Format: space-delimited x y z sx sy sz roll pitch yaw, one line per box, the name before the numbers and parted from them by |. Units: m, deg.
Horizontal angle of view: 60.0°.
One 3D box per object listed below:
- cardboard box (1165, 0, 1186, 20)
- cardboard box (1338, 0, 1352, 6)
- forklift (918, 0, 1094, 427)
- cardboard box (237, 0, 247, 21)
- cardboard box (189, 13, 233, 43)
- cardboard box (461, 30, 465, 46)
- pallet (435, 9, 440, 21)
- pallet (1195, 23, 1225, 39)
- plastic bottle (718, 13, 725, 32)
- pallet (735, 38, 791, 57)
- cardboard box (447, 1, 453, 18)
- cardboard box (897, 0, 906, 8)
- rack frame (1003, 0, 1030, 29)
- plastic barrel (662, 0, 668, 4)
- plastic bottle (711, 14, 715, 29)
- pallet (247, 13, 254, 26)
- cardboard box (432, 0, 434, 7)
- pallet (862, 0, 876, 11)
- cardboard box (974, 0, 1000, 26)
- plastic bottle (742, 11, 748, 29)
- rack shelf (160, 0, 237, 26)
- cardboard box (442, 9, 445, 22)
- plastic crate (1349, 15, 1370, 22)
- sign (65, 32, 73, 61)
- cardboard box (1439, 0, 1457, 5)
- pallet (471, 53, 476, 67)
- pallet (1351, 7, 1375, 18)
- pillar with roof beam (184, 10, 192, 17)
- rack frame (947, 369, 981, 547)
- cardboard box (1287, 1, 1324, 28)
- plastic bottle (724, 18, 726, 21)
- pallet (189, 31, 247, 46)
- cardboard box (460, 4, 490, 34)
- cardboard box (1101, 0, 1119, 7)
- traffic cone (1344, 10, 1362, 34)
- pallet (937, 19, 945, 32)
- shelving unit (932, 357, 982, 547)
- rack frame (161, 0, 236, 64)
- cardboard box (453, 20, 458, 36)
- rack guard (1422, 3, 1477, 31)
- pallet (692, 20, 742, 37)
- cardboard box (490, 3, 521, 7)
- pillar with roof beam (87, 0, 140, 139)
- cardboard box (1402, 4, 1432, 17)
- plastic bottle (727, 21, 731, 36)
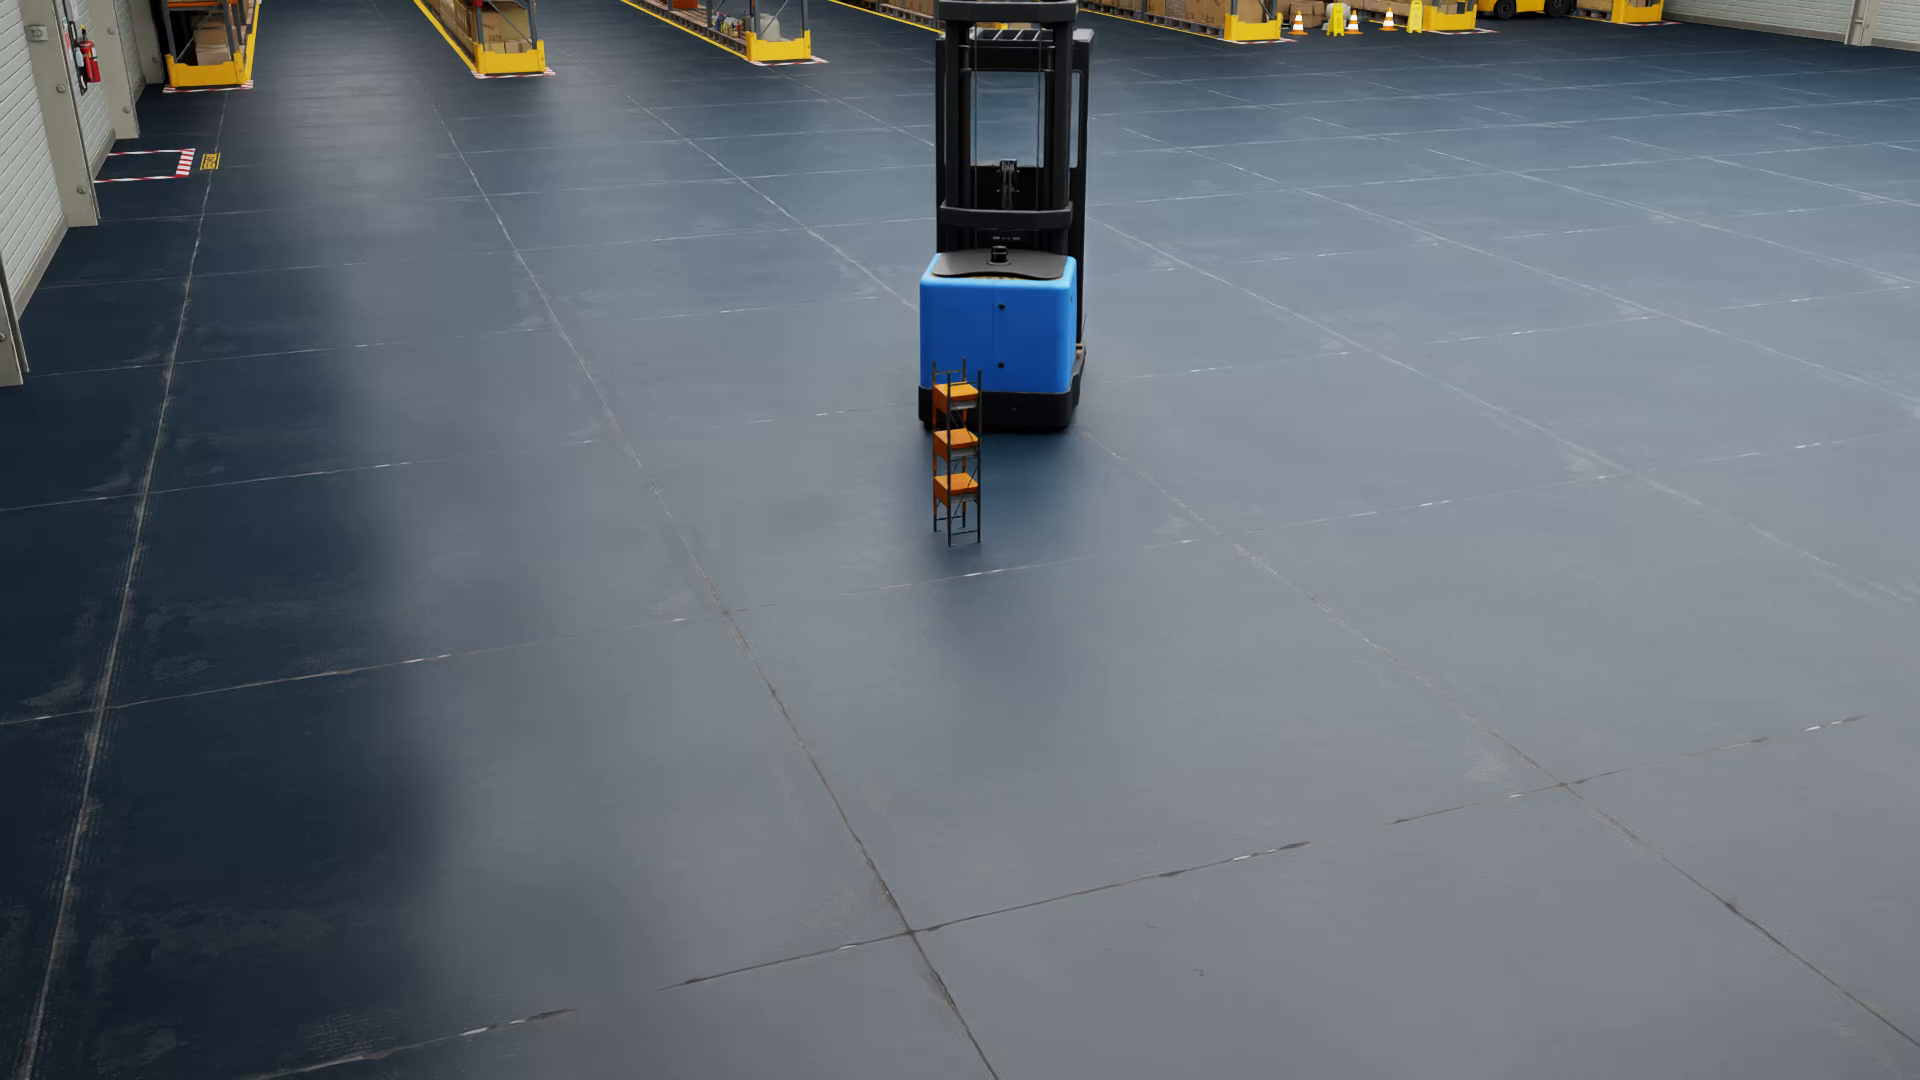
cardboard box | 5.062 -11.793 36.064 0.875 0.875 0.875 -8 24 -19
cardboard box | 9.134 -12.535 38.628 0.500 0.250 0.500 -10 25 -21
forklift | 0.398 -2.661 12.290 1.130 2.935 3.031 3 23 6
cardboard box | -15.545 -11.403 35.169 0.750 0.750 0.750 -9 24 -20
cardboard box | -14.271 -9.777 31.738 0.700 0.500 0.500 -7 24 -17
cardboard box | -9.138 -9.494 31.413 0.500 0.250 0.500 -8 24 -19
pallet | -11.431 -12.030 38.020 1.003 0.211 1.213 -8 24 -19
pallet | 5.640 -10.685 34.830 1.003 0.211 1.213 -8 24 -19
plastic bottle | -4.763 -10.384 33.369 0.144 0.351 0.185 -9 25 -21
pallet | -3.666 -9.399 31.779 1.003 0.211 1.213 -8 24 -19
cardboard box | -10.137 -10.805 33.801 0.500 0.311 0.500 -8 24 -19
cardboard box | -1.043 -12.564 38.349 0.700 0.500 0.500 -10 25 -23
rack frame | 1.320 -11.047 32.097 1.000 3.000 0.127 -8 24 -19
plastic barrel | -6.727 -12.942 39.158 0.600 0.588 0.708 -8 24 -19
plastic bottle | -5.024 -10.590 33.960 0.097 0.271 0.097 0 23 0
pallet | -16.043 -11.369 36.453 1.003 0.211 1.213 -8 24 -19
cardboard box | -11.877 -12.516 38.235 0.500 0.500 0.500 -8 24 -18
pallet | -1.714 -12.965 40.240 1.003 0.211 1.213 -8 24 -19
cardboard box | 0.513 -10.969 34.591 0.500 0.500 0.500 -11 25 -24
plastic bottle | -4.364 -10.588 33.854 0.144 0.351 0.185 -8 24 -19
rack shelf | -13.288 -9.403 29.124 1.077 0.370 4.000 -8 24 -19
cardboard box | -10.686 -11.109 35.245 0.500 0.250 0.500 -9 24 -20
plastic crate | 8.965 -11.832 37.718 0.402 0.080 0.583 -18 29 -37
sign | -10.583 -5.862 19.749 0.001 0.329 0.234 -8 24 -19
cardboard box | 10.556 -12.018 36.436 0.500 0.500 0.500 -9 25 -21
pallet | -8.258 -8.676 30.063 1.003 0.211 1.213 -8 24 -19
pallet | 9.448 -12.336 38.746 1.003 0.211 1.213 -8 24 -19
pillar with roof beam | -13.850 -16.859 38.163 9.100 9.000 0.400 -8 24 -19
rack frame | 0.024 -0.459 9.487 0.200 1.050 0.008 -8 24 -19
cardboard box | 7.602 -11.547 36.498 0.637 0.503 0.797 12 26 27
plastic bottle | -4.676 -10.299 33.270 0.097 0.271 0.097 0 23 0
pallet | -14.706 -9.903 32.974 1.003 0.211 1.213 -8 24 -19
cardboard box | -8.959 -9.658 30.837 0.500 0.500 0.500 -8 24 -19
cardboard box | 3.942 -12.865 38.767 1.050 0.750 0.750 -8 24 -19
traffic cone | 8.314 -10.941 35.113 0.336 0.463 0.334 -8 24 -19
pallet | 0.177 -10.976 35.520 1.003 0.211 1.213 -8 24 -19
shelving unit | -0.019 -0.503 9.592 0.215 1.050 0.252 -8 24 -19
rack frame | -12.582 -9.008 27.260 1.000 3.000 0.127 -8 24 -19
cardboard box | -9.780 -10.180 33.040 0.500 0.250 0.500 -9 24 -20
rack guard | 10.564 -11.282 35.874 1.175 0.500 0.348 -8 24 -19
pallet | -5.040 -10.816 35.139 1.003 0.211 1.213 -8 24 -19
cardboard box | -8.458 -9.732 31.011 0.500 0.500 0.500 -8 24 -19
pillar with roof beam | -7.491 -10.319 22.646 9.100 9.000 0.400 -8 24 -19
cardboard box | 10.045 -11.598 36.406 0.500 0.250 0.500 -8 24 -19
plastic bottle | -4.485 -10.068 32.715 0.152 0.276 0.135 -9 24 -20
